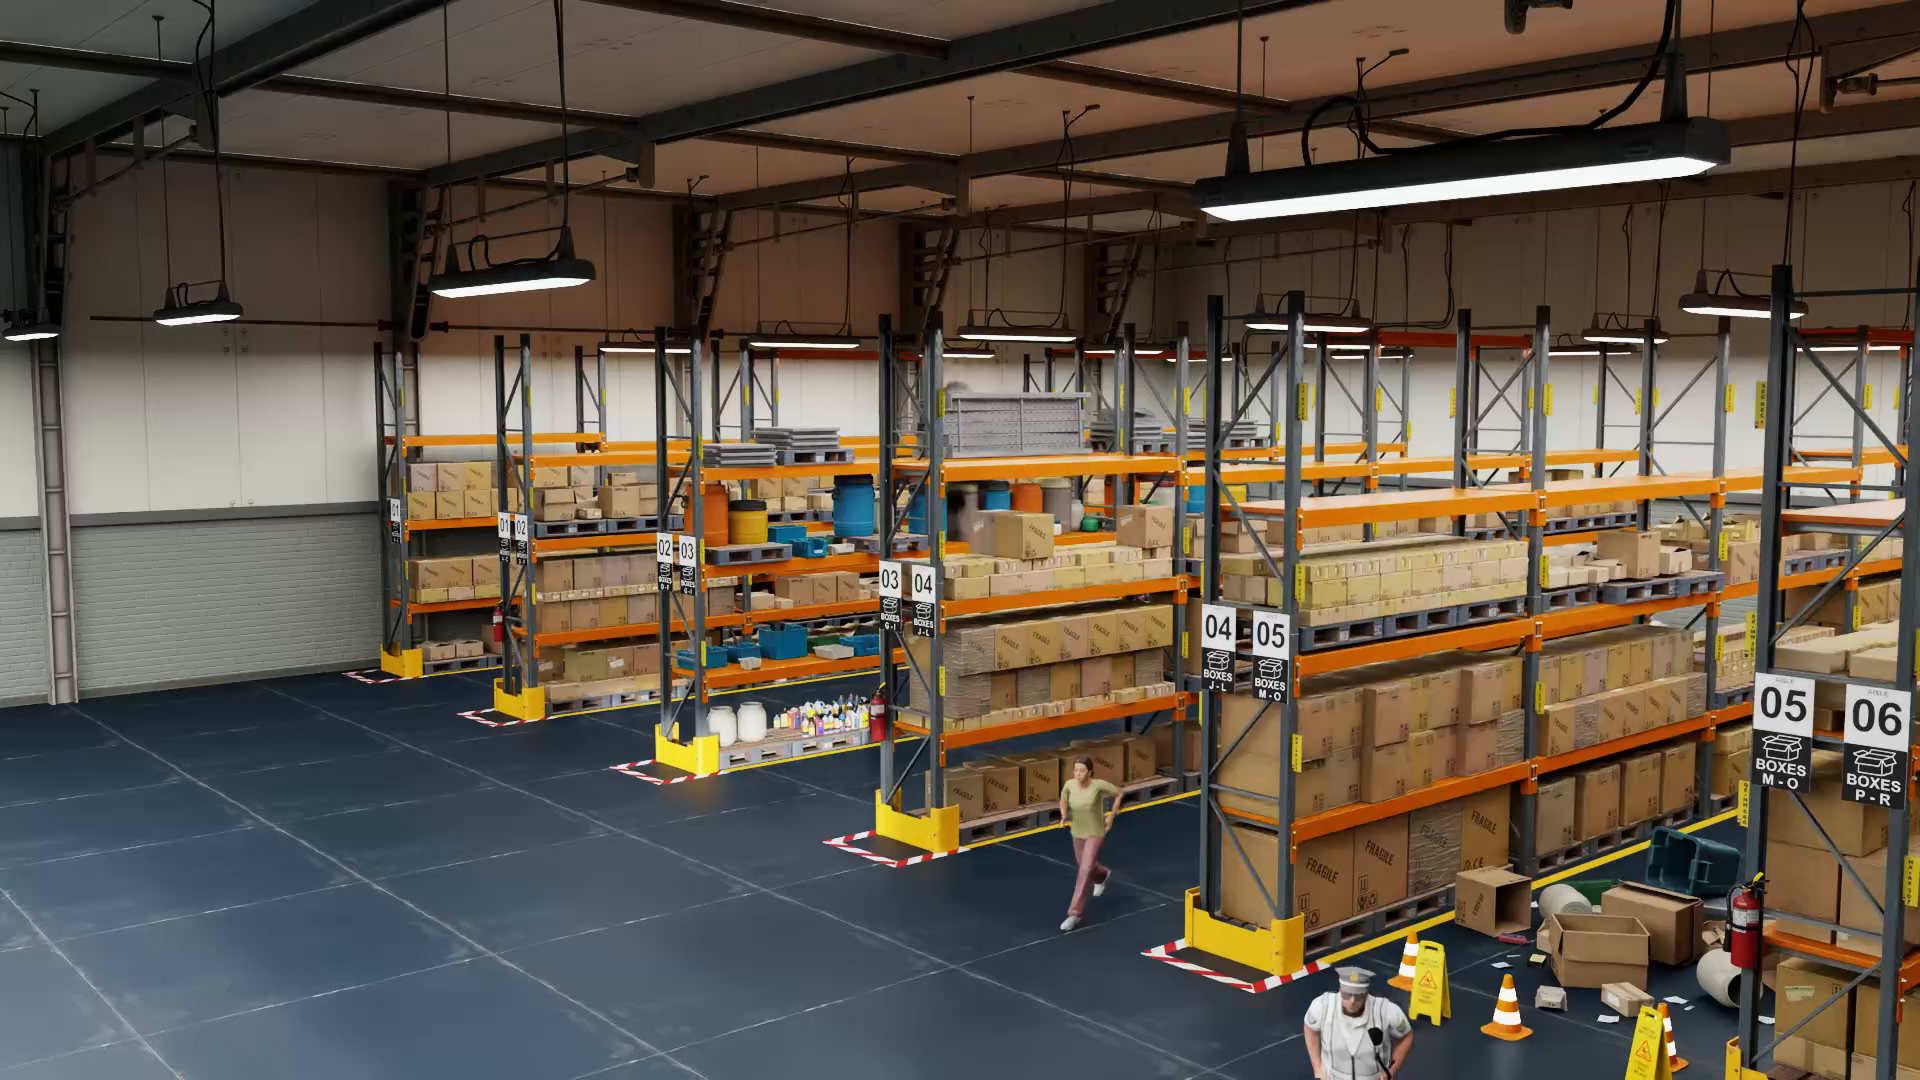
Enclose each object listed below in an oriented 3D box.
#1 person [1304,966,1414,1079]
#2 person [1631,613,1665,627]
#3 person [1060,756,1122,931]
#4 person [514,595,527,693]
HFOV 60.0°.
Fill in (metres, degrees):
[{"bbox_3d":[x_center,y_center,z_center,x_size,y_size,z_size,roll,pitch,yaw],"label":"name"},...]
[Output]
[{"bbox_3d":[2.495,3.403,10.442,0.665,1.720,0.921,1,5,15],"label":"person"},{"bbox_3d":[11.021,1.873,26.734,0.699,1.748,0.682,-5,7,-43],"label":"person"},{"bbox_3d":[1.267,2.878,16.206,0.610,1.634,1.045,2,6,25],"label":"person"},{"bbox_3d":[-7.364,1.747,28.455,0.667,1.677,0.647,3,6,31],"label":"person"}]
